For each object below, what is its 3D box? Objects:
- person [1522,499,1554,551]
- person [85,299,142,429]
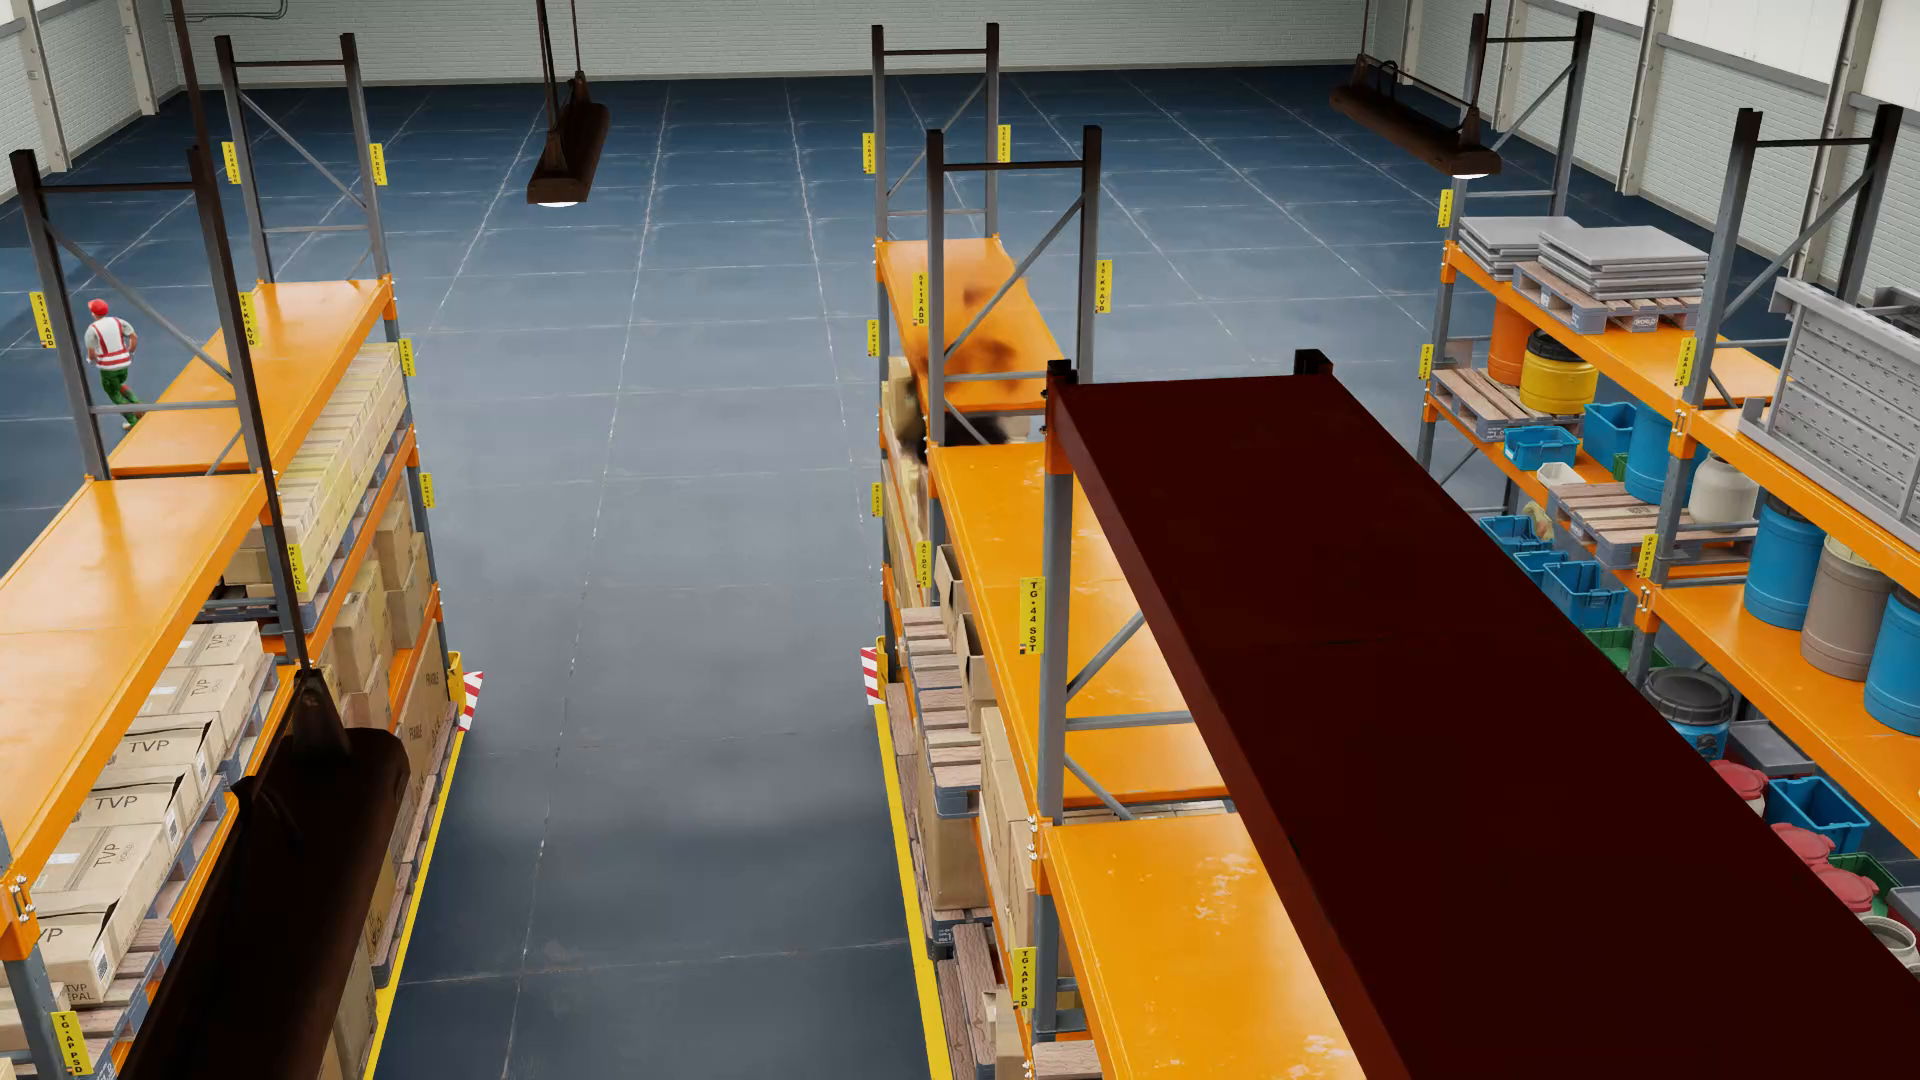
[{"bbox_3d":[5.706,0.031,16.513,0.634,1.630,0.933,-22,33,-39],"label":"person"},{"bbox_3d":[-10.827,-2.250,21.230,0.590,1.719,0.608,15,29,29],"label":"person"}]
